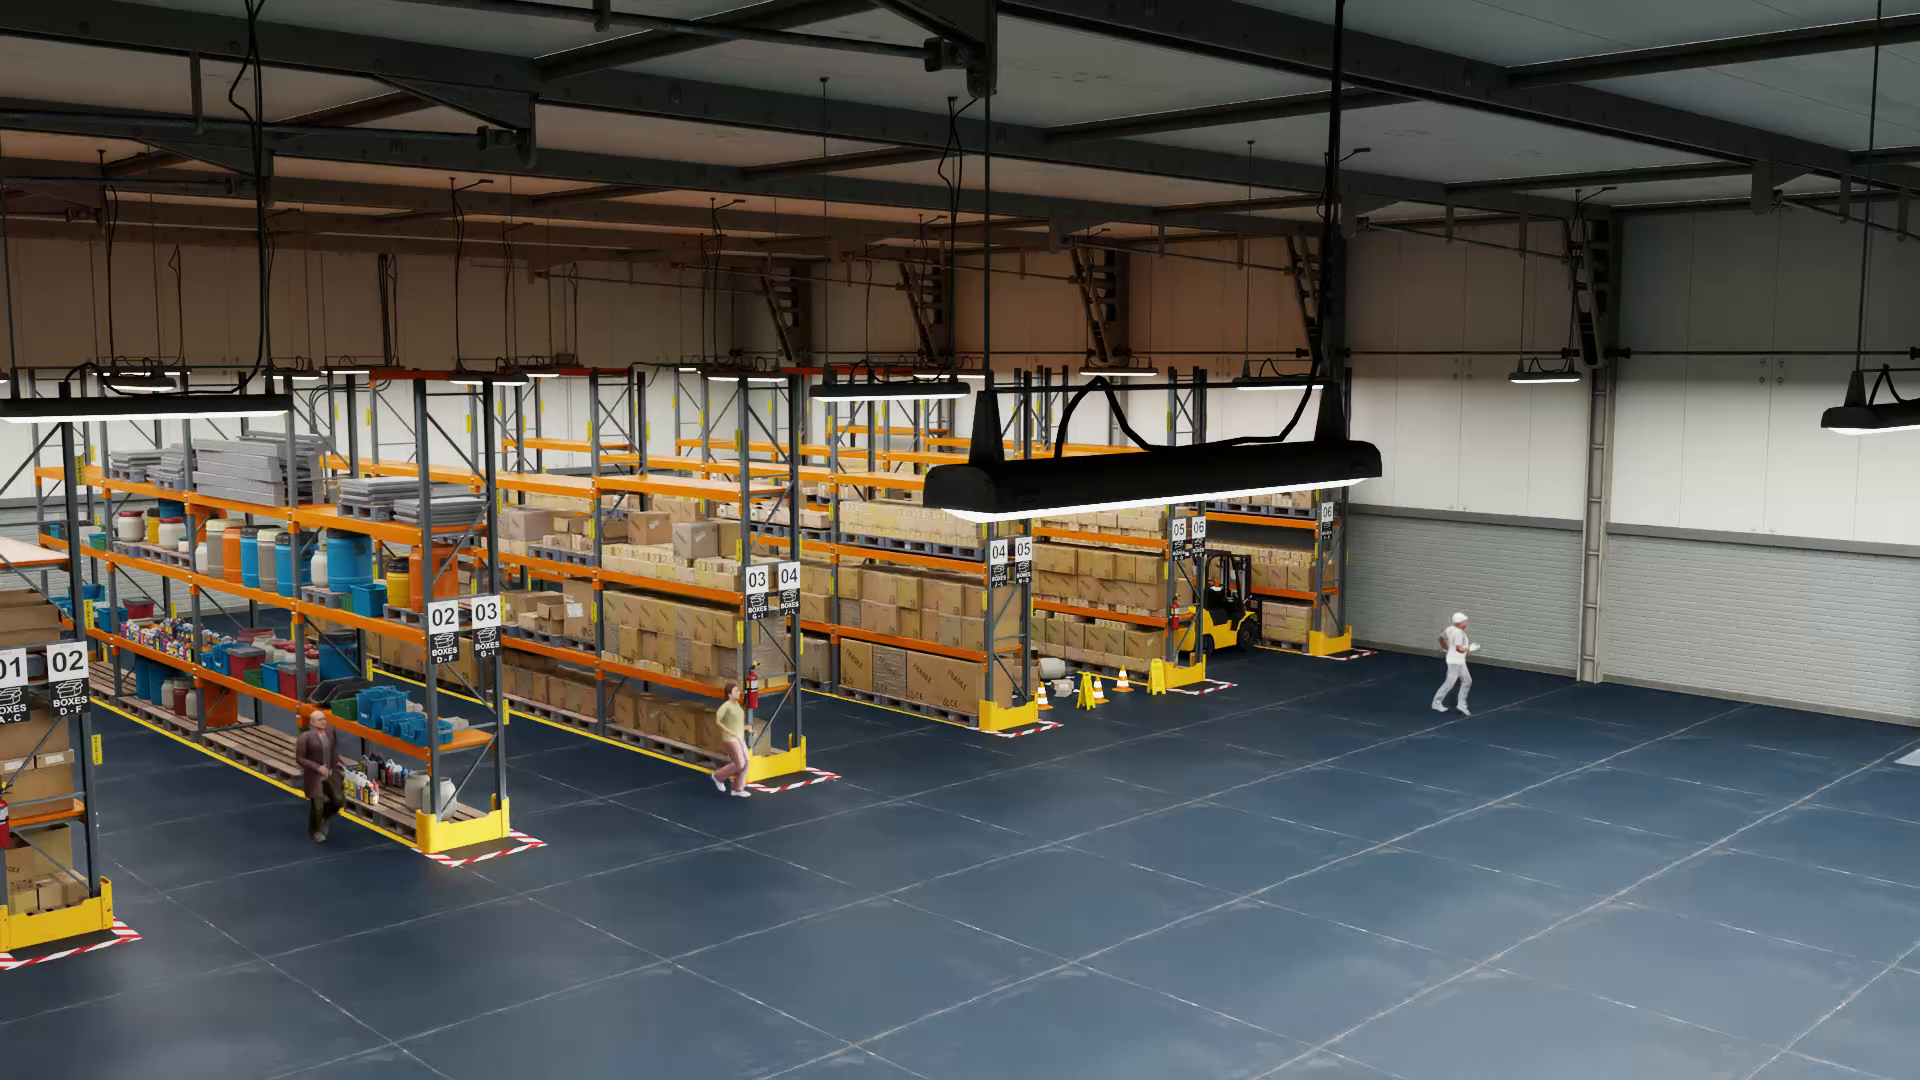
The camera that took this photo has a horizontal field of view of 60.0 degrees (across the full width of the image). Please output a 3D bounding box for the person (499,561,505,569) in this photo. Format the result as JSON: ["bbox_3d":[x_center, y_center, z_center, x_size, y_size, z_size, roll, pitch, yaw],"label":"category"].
[{"bbox_3d":[-11.239,0.895,40.471,1.022,1.732,0.733,-6,9,-43],"label":"person"}]

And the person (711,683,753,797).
[{"bbox_3d":[-3.266,2.847,23.744,0.590,1.630,0.604,2,7,20],"label":"person"}]

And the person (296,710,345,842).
[{"bbox_3d":[-8.221,3.050,21.459,0.715,1.733,0.689,5,8,38],"label":"person"}]

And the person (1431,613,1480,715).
[{"bbox_3d":[8.647,2.190,29.008,0.780,1.851,0.643,2,7,14],"label":"person"}]
